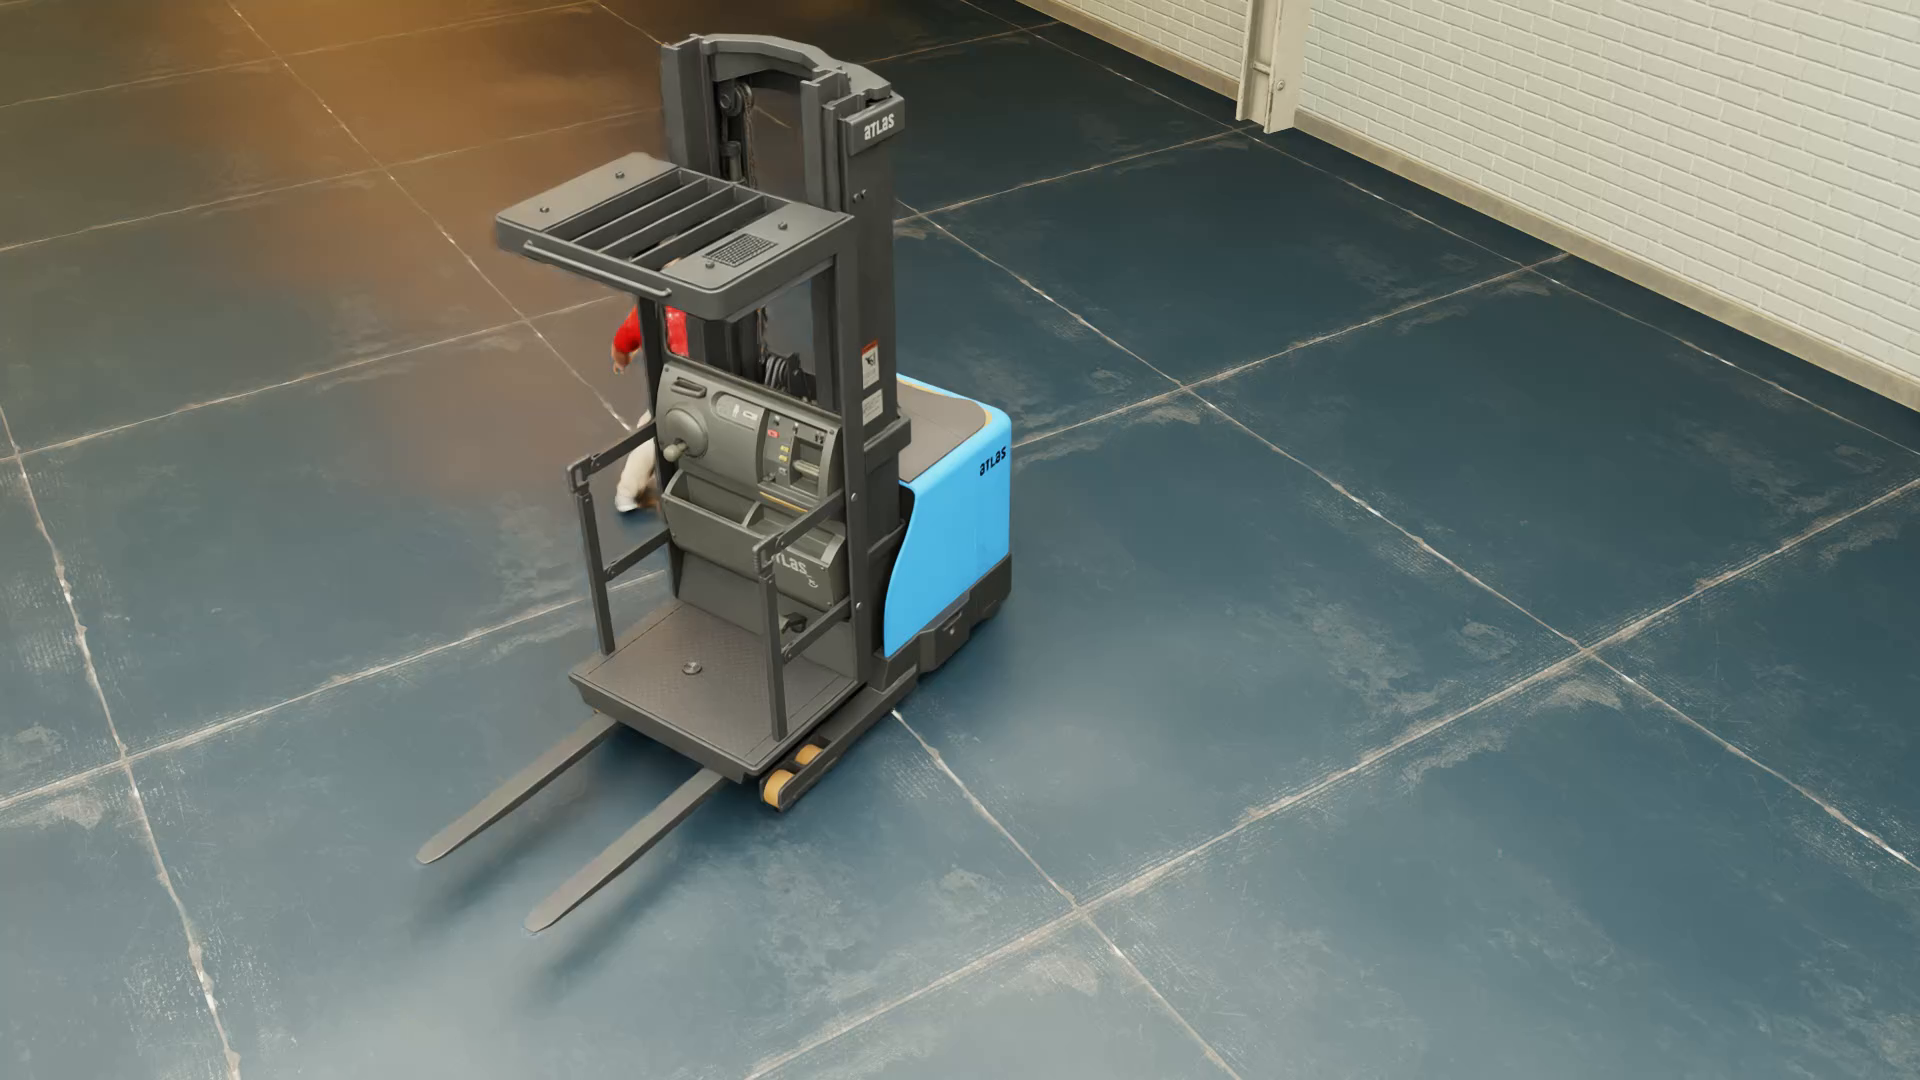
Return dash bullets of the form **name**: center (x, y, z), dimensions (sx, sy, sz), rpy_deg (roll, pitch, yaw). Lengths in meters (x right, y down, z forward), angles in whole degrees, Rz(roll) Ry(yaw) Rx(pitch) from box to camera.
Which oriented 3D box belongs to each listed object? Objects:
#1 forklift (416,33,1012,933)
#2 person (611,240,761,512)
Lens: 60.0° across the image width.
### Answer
- **forklift**: center (-1.002, -0.372, 6.677), dimensions (1.130, 2.935, 3.031), rpy_deg (22, 41, 28)
- **person**: center (-1.440, -0.844, 8.685), dimensions (0.909, 1.523, 0.773), rpy_deg (-4, 35, -6)
